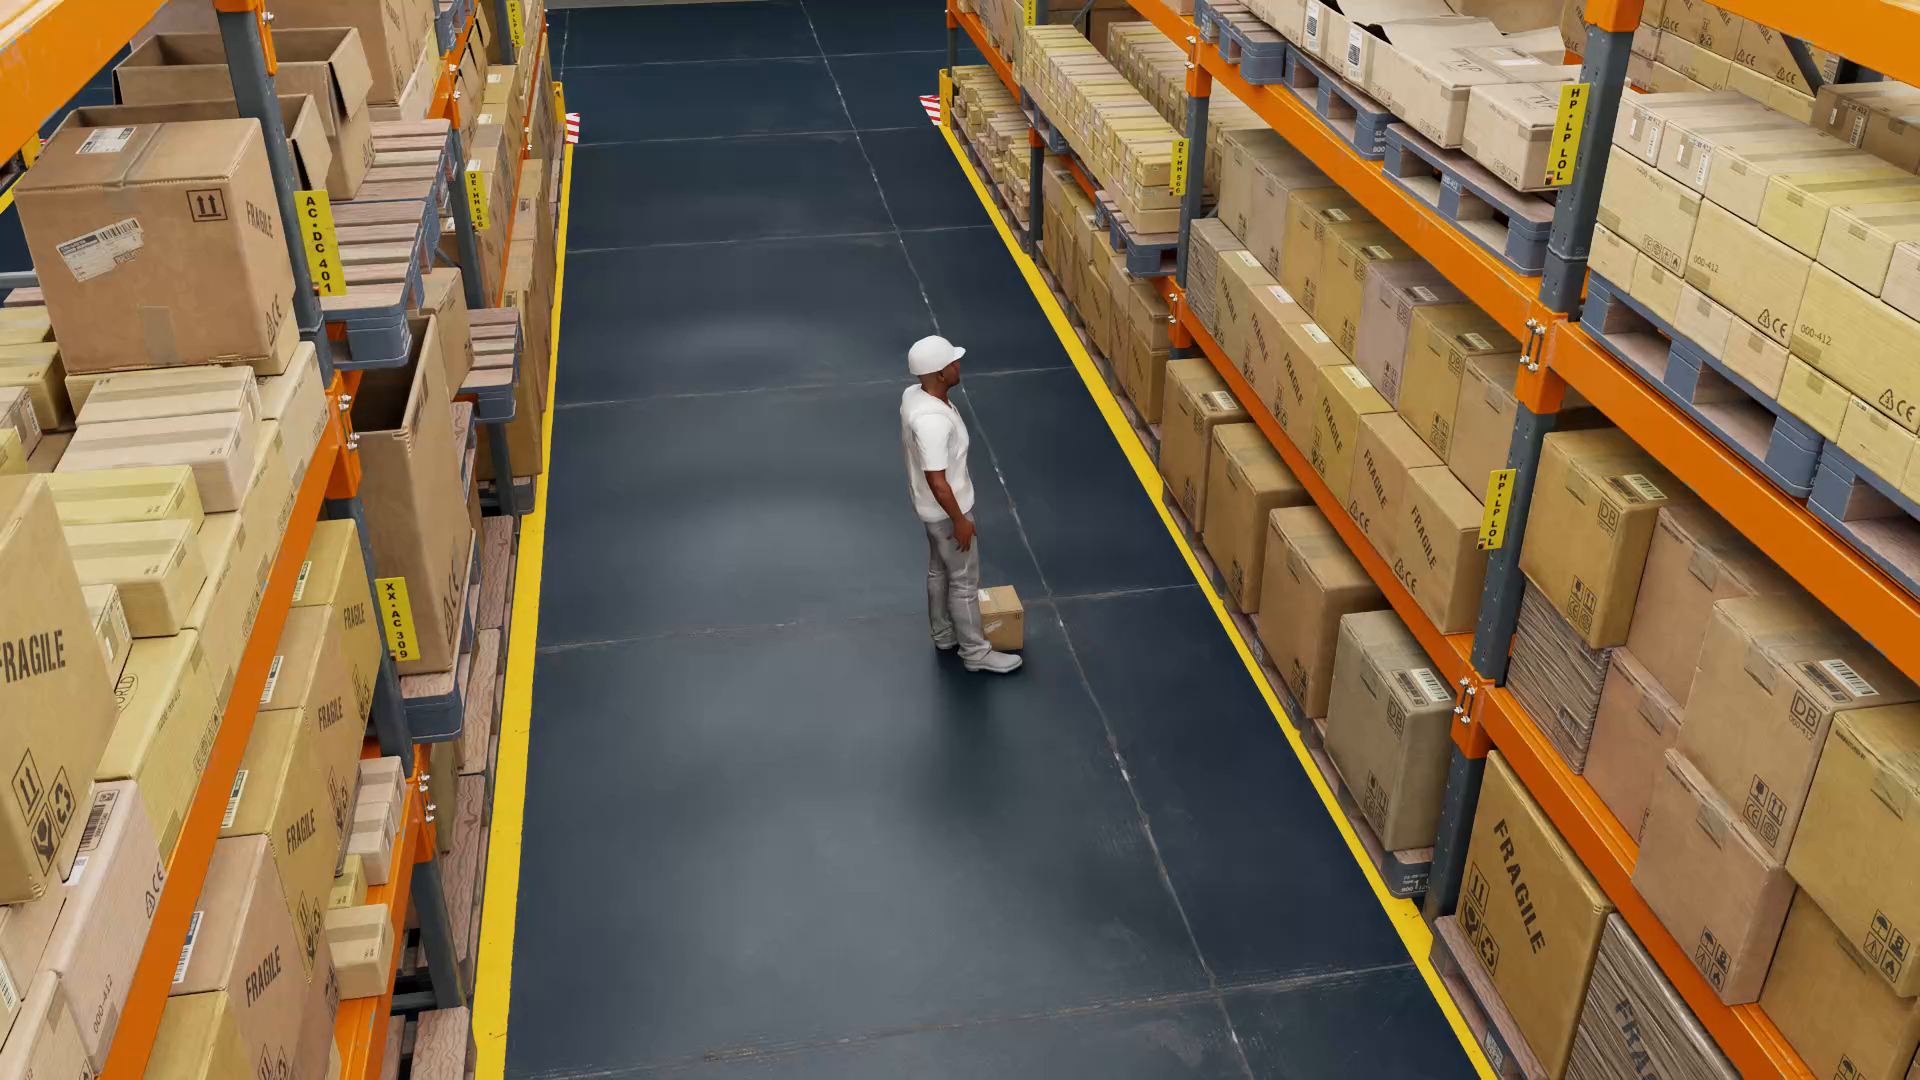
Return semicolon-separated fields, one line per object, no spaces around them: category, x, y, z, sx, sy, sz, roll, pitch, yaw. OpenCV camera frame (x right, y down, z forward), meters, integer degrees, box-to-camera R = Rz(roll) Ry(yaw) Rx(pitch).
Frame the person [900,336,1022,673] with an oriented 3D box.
person;-0.004;-0.203;8.441;0.574;1.769;0.665;-5;31;-9
